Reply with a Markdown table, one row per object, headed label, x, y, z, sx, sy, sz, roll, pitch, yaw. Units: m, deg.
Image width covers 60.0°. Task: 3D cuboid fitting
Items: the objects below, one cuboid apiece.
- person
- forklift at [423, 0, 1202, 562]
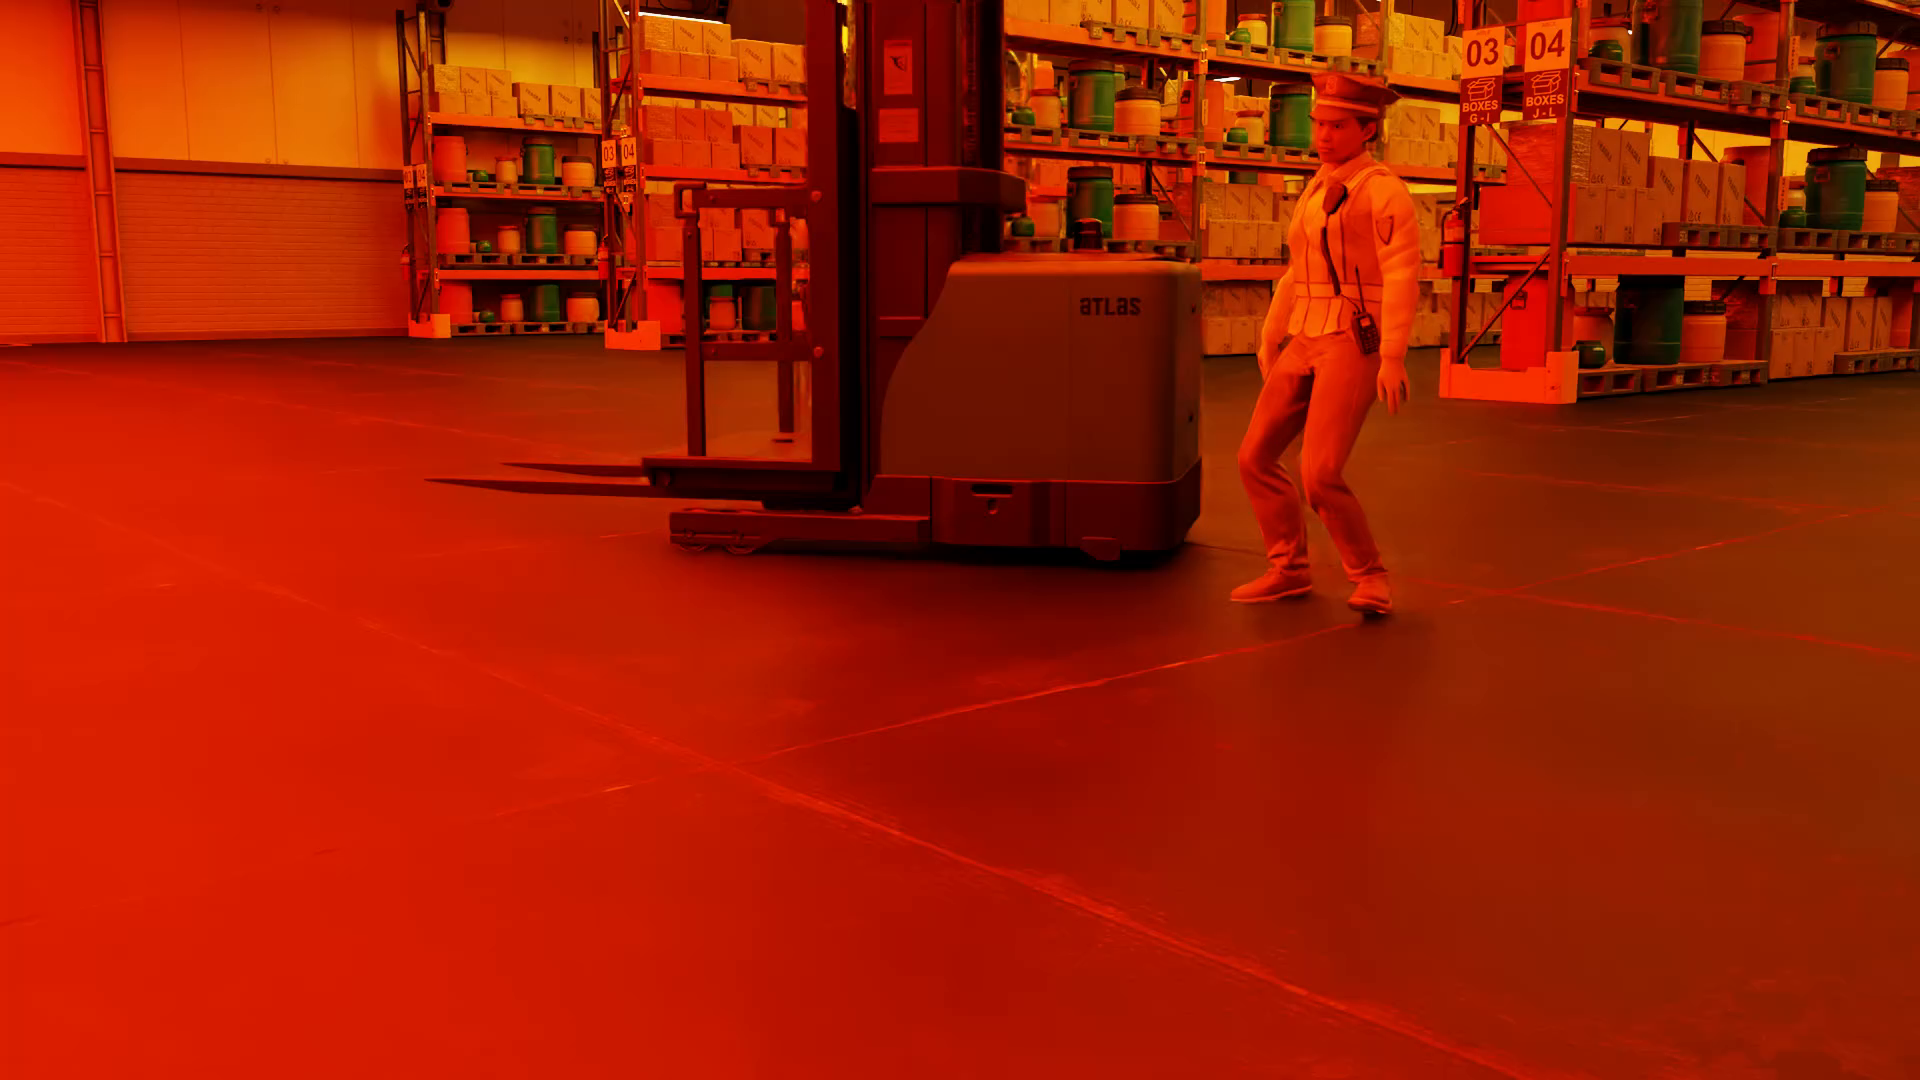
| label | x | y | z | sx | sy | sz | roll | pitch | yaw |
| --- | --- | --- | --- | --- | --- | --- | --- | --- | --- |
| person | 1.103 | -0.573 | 5.064 | 0.397 | 1.620 | 0.716 | -3 | 9 | -16 |
| forklift | -0.606 | -1.468 | 6.445 | 3.031 | 2.935 | 1.130 | 2 | 9 | 14 |
